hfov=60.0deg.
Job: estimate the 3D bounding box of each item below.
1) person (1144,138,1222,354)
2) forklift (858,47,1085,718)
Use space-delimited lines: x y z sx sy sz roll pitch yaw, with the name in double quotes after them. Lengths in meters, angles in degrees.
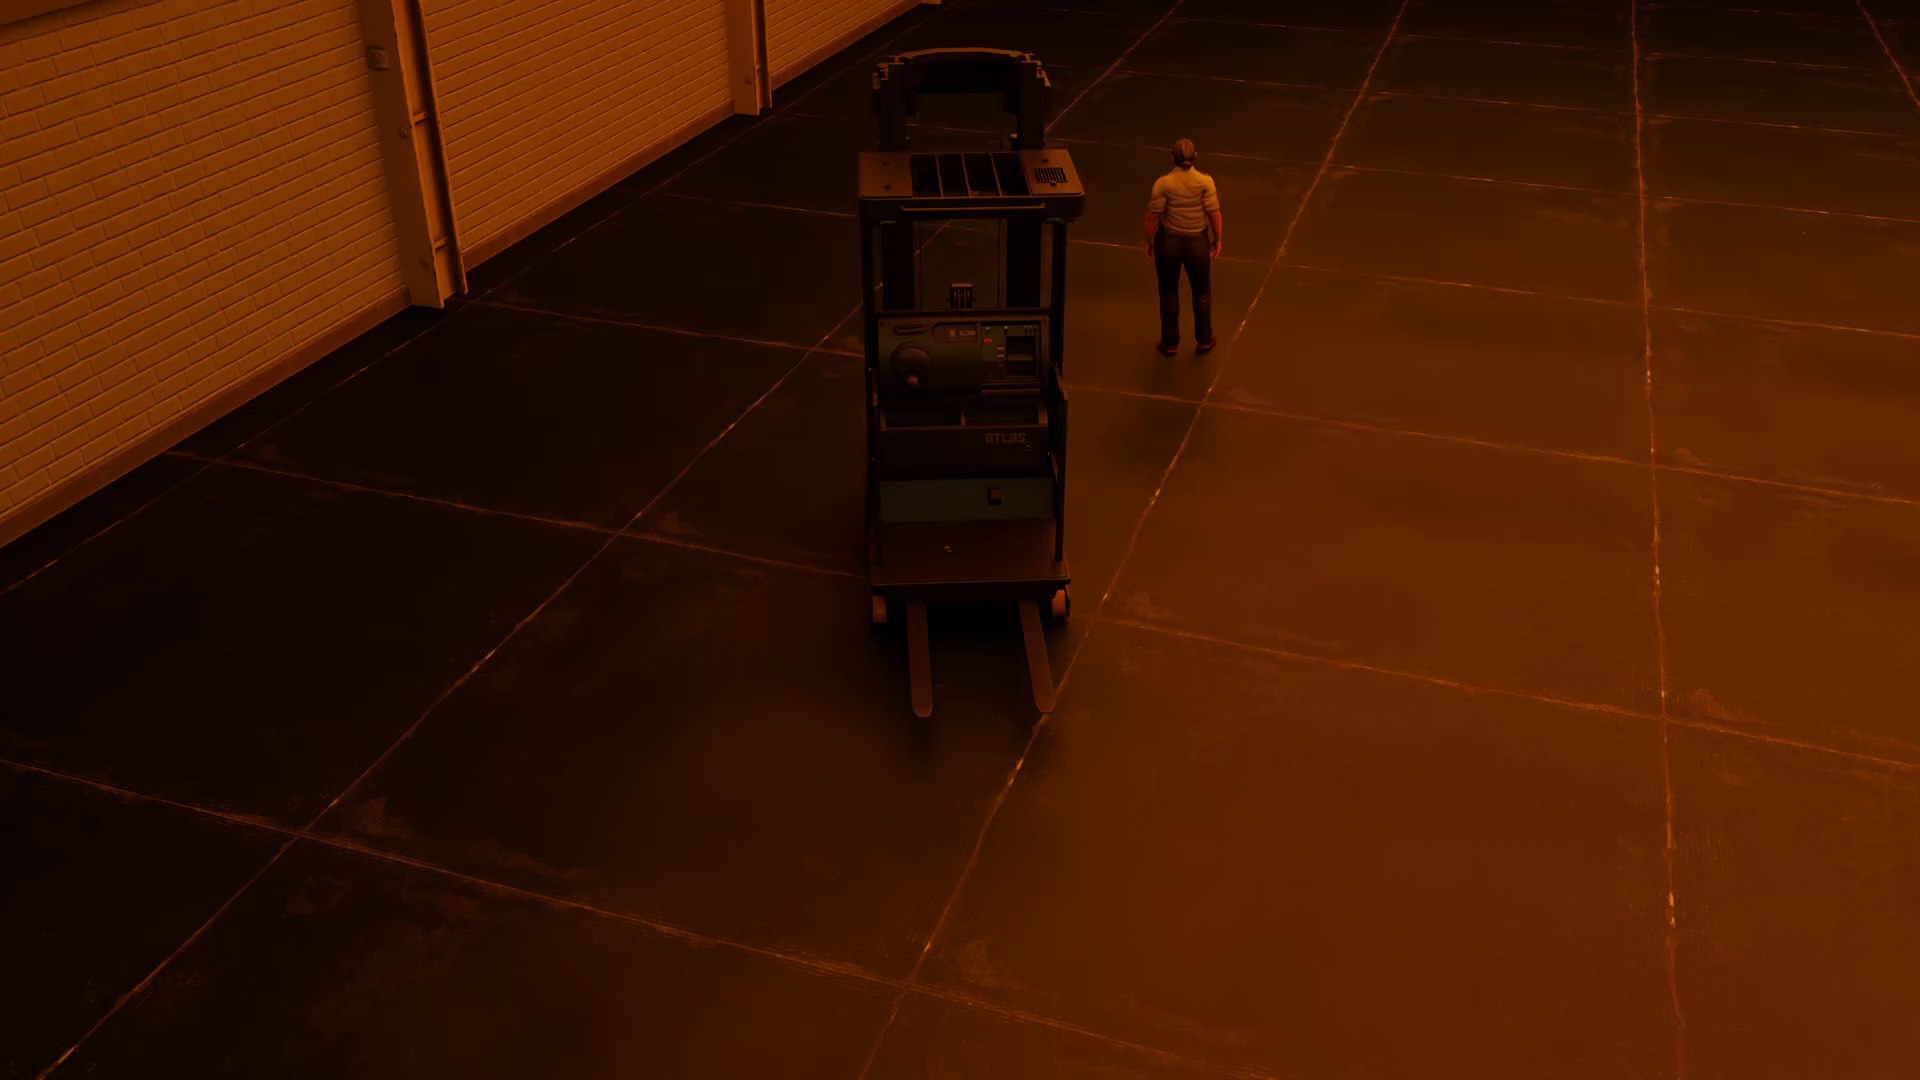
1.652 -2.178 12.239 0.598 1.650 0.502 4 30 6 "person"
0.035 -0.972 8.842 1.130 2.935 3.031 -2 30 -3 "forklift"
